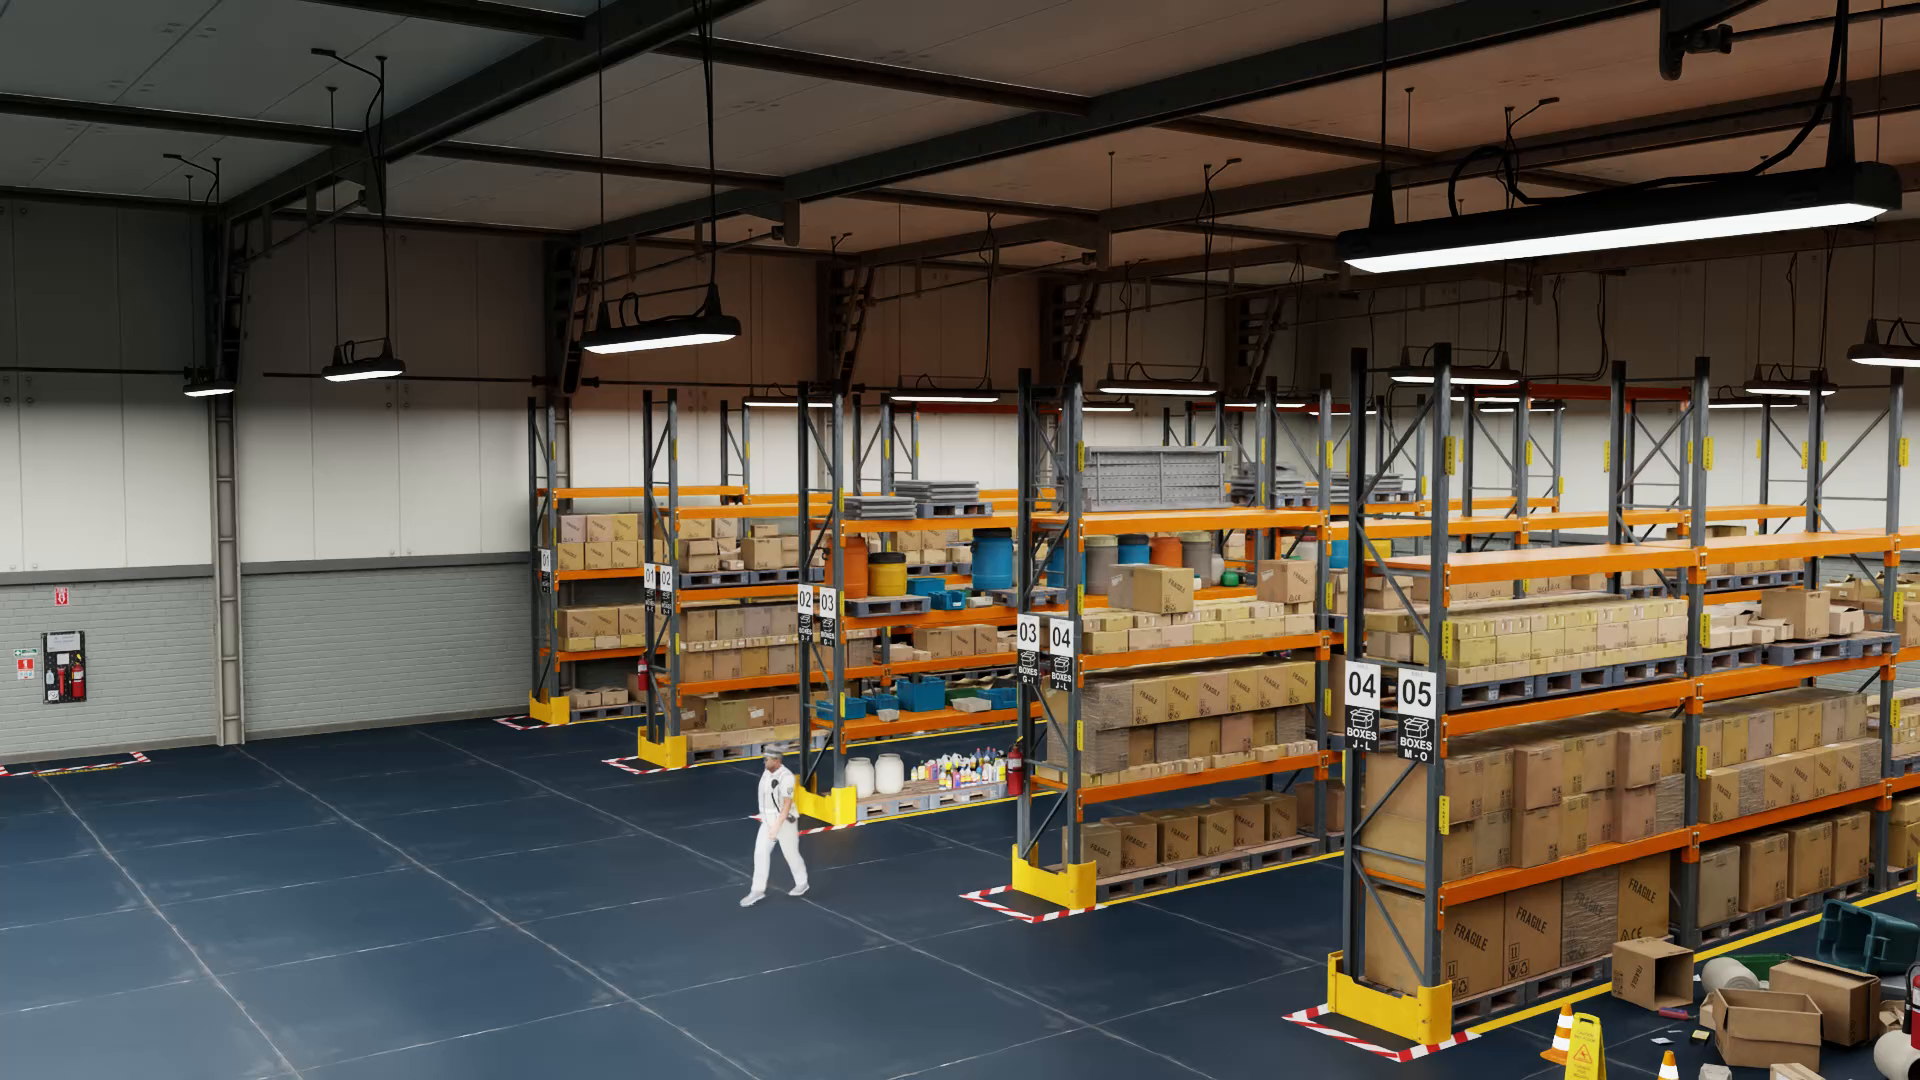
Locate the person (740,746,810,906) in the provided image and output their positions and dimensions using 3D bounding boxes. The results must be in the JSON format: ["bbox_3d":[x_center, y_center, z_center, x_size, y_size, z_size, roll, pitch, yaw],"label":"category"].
[{"bbox_3d":[-2.095,3.183,18.713,0.563,1.742,0.881,3,5,42],"label":"person"}]
